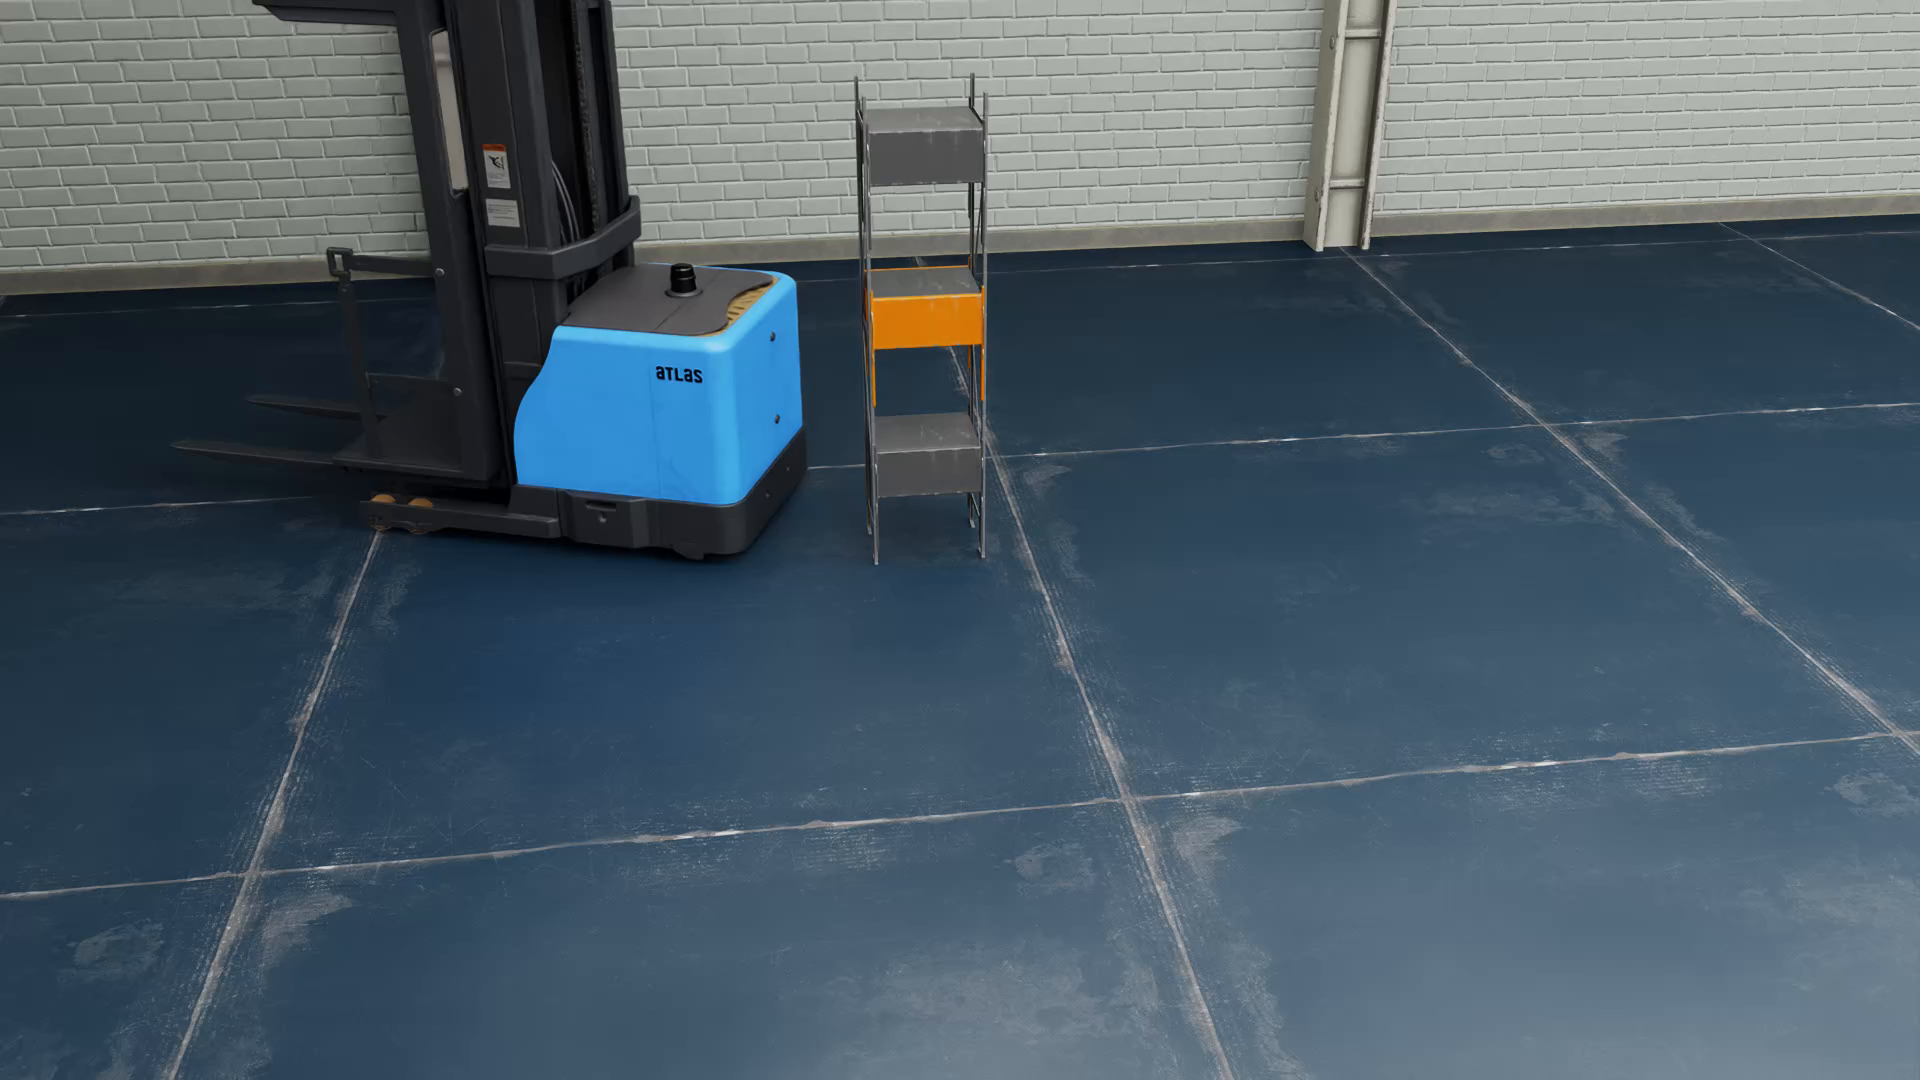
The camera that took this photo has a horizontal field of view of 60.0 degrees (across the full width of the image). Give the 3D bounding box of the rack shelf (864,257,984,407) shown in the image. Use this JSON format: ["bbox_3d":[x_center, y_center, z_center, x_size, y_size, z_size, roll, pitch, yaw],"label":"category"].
[{"bbox_3d":[-0.164,-0.912,7.256,0.480,0.518,0.431,-4,27,-7],"label":"rack shelf"}]

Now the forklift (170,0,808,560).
[{"bbox_3d":[-2.333,-1.556,7.572,3.031,2.935,1.130,6,28,12],"label":"forklift"}]

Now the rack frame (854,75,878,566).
[{"bbox_3d":[-0.406,-0.908,7.220,0.015,2.100,0.400,-4,27,-7],"label":"rack frame"}]

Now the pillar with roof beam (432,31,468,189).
[{"bbox_3d":[-2.663,-3.793,5.285,0.400,9.000,9.100,-4,27,-7],"label":"pillar with roof beam"}]

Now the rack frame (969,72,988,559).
[{"bbox_3d":[0.078,-0.939,7.280,0.015,2.100,0.400,-4,27,-7],"label":"rack frame"}]

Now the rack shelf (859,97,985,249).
[{"bbox_3d":[-0.164,-1.534,6.937,0.480,0.518,0.431,-4,27,-7],"label":"rack shelf"}]

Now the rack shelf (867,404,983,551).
[{"bbox_3d":[-0.164,-0.289,7.576,0.480,0.518,0.431,-4,27,-7],"label":"rack shelf"}]

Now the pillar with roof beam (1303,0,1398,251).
[{"bbox_3d":[3.279,-4.175,6.029,0.400,9.000,9.100,-4,27,-7],"label":"pillar with roof beam"}]

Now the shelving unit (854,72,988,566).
[{"bbox_3d":[-0.164,-0.924,7.250,0.503,2.100,0.431,-4,27,-7],"label":"shelving unit"}]
